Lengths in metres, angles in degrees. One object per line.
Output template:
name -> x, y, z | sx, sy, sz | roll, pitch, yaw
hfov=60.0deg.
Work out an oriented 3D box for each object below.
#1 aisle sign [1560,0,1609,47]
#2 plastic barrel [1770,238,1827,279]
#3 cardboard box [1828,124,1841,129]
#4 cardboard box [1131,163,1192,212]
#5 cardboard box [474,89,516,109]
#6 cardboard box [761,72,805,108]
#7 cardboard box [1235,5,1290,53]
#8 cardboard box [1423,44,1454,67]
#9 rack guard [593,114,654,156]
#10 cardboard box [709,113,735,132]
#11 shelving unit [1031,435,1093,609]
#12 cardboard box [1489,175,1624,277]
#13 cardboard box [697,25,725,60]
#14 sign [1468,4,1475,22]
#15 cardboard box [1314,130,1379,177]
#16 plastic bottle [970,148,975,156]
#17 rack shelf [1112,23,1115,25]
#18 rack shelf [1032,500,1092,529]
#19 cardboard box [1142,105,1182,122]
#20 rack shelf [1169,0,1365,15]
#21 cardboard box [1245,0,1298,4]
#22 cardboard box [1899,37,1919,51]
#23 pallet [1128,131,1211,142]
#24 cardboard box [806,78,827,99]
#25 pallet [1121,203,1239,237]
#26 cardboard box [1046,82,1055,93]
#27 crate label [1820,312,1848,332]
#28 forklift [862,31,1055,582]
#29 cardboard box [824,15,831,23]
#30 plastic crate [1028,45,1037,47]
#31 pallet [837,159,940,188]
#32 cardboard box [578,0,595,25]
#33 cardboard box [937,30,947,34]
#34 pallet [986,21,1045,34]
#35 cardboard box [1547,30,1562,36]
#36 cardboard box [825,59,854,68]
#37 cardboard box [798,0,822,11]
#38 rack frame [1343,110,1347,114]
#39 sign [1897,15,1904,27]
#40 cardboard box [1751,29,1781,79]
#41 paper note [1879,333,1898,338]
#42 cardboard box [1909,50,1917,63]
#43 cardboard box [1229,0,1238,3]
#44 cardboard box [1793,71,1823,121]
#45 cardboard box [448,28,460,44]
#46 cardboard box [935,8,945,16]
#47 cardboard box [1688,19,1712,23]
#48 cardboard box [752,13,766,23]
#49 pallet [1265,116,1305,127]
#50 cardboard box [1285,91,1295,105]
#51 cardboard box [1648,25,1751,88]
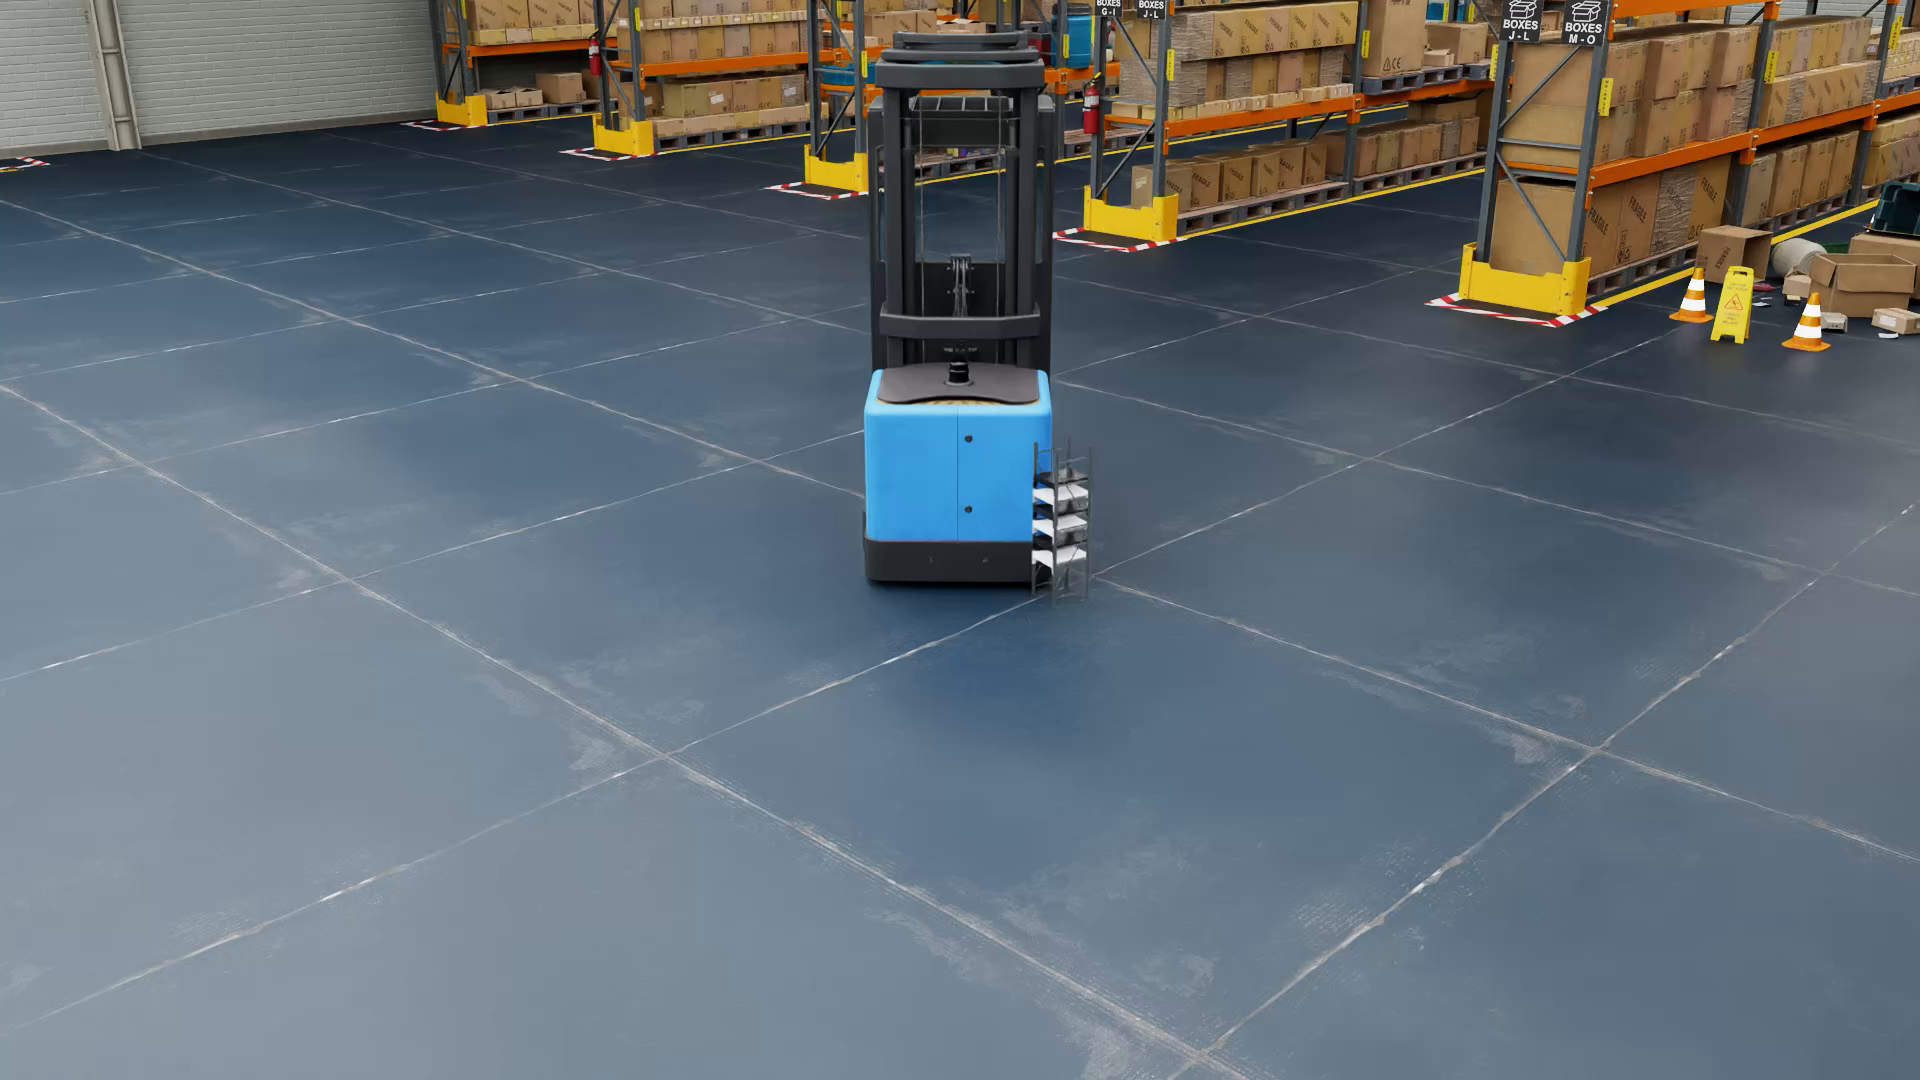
aisle sign -> 5.566, -4.798, 14.754 | 0.394, 0.787, 0.004 | 19, 28, 41
plastic barrel -> 8.498, -2.828, 16.843 | 0.421, 0.421, 0.512 | -2, 21, -5
cardboard box -> 11.270, -5.355, 21.680 | 0.500, 0.250, 0.500 | 18, 28, 39
cardboard box -> 2.365, -4.131, 19.540 | 0.500, 0.500, 0.500 | -14, 25, -32
cardboard box -> -8.183, -7.770, 29.244 | 0.500, 0.311, 0.500 | 15, 26, 35
cardboard box -> -2.912, -7.417, 27.393 | 0.500, 0.500, 0.500 | 19, 28, 41
cardboard box -> 3.542, -6.057, 19.704 | 0.500, 0.500, 0.500 | 19, 28, 41
cardboard box -> 6.528, -6.639, 22.768 | 0.396, 0.266, 0.258 | 18, 28, 39
rack guard -> -5.195, -6.253, 25.646 | 1.175, 0.500, 0.348 | 19, 28, 41
cardboard box -> -3.949, -6.678, 26.516 | 0.500, 0.250, 0.500 | 19, 28, 41
shelving unit -> 0.555, -0.097, 9.070 | 0.258, 0.900, 0.210 | -12, 24, -29
cardboard box -> 5.826, -3.073, 16.265 | 0.875, 0.875, 0.875 | 19, 28, 41
cardboard box -> -4.130, -7.852, 26.182 | 0.700, 0.500, 0.500 | 19, 28, 41
sign -> 9.936, -10.241, 32.309 | 0.100, 0.325, 0.005 | 19, 28, 41
cardboard box -> 5.151, -5.165, 22.202 | 0.700, 0.500, 0.500 | 17, 27, 37
plastic bottle -> 0.165, -5.619, 23.702 | 0.097, 0.271, 0.097 | 0, 21, 0
rack shelf -> 4.589, -10.689, 34.706 | 1.077, 0.370, 4.000 | 19, 28, 41
rack shelf -> 0.554, -0.150, 9.050 | 0.258, 0.077, 0.200 | -12, 24, -29
cardboard box -> 2.287, -4.842, 18.841 | 0.380, 0.149, 0.250 | 19, 28, 41
rack shelf -> 3.312, -6.524, 19.689 | 1.077, 0.370, 4.000 | 19, 28, 41
cardboard box -> 3.864, -6.445, 20.714 | 0.500, 0.500, 0.500 | 19, 28, 41
cardboard box -> 12.175, -6.431, 21.561 | 0.250, 0.149, 0.380 | -19, 28, -40
pallet -> 3.381, -6.751, 27.343 | 1.003, 0.211, 1.213 | 19, 28, 41
cardboard box -> -2.310, -7.804, 28.664 | 0.500, 0.311, 0.500 | 19, 28, 41
pallet -> 2.562, -3.863, 19.832 | 1.003, 0.211, 1.213 | 19, 28, 41
cardboard box -> 1.640, -8.830, 31.738 | 0.500, 0.500, 0.500 | 19, 28, 40
crate label -> 7.865, -1.970, 15.010 | 0.250, 0.136, 0.298 | 5, 22, 13
forklift -> 0.010, -1.612, 10.184 | 1.130, 2.935, 3.031 | 0, 21, 1
cardboard box -> -2.753, -10.640, 33.898 | 0.380, 0.149, 0.250 | 19, 28, 40
plastic crate -> 0.703, -7.082, 24.405 | 0.767, 0.338, 0.504 | 19, 28, 41
pallet -> -1.042, -5.122, 23.107 | 1.003, 0.211, 1.213 | 19, 28, 41
cardboard box -> -6.751, -9.527, 29.816 | 0.500, 0.500, 0.500 | 18, 28, 39
cardboard box -> -0.446, -9.023, 29.719 | 0.250, 0.149, 0.380 | -18, 27, -38
pallet -> 0.825, -9.584, 31.097 | 1.213, 0.211, 1.003 | 19, 28, 41
cardboard box -> 8.745, -7.371, 24.932 | 0.500, 0.500, 0.500 | 19, 28, 40
cardboard box -> -2.542, -10.070, 34.504 | 0.750, 0.750, 0.750 | 19, 28, 40
cardboard box -> -2.693, -8.991, 27.337 | 0.700, 0.500, 0.500 | 19, 28, 41
rack frame -> 6.740, -9.270, 30.011 | 1.000, 3.000, 0.127 | 19, 28, 41
sign -> 13.377, -7.301, 23.681 | 0.100, 0.325, 0.005 | 19, 28, 41
cardboard box -> 8.533, -5.349, 18.277 | 0.700, 0.500, 0.500 | 19, 28, 40
paper note -> 8.251, -1.821, 14.768 | 0.148, 0.019, 0.142 | 9, 23, 23
cardboard box -> 12.184, -6.295, 21.621 | 0.380, 0.149, 0.250 | 19, 28, 41
cardboard box -> 5.507, -11.268, 35.070 | 0.500, 0.500, 0.500 | 20, 28, 41
cardboard box -> 9.453, -5.079, 18.968 | 0.500, 0.500, 0.500 | 19, 28, 40
cardboard box -> -8.543, -8.773, 28.899 | 0.500, 0.250, 0.500 | -20, 28, -41
cardboard box -> -0.551, -11.413, 35.909 | 0.250, 0.149, 0.380 | -20, 28, -41
cardboard box -> 12.577, -8.806, 28.599 | 0.500, 0.250, 0.500 | 19, 28, 40
cardboard box -> -3.311, -8.354, 26.585 | 0.250, 0.149, 0.380 | -19, 28, -41
pallet -> 5.320, -7.465, 29.203 | 1.003, 0.211, 1.213 | 19, 28, 41
cardboard box -> 3.861, -5.419, 20.342 | 0.380, 0.149, 0.250 | 19, 28, 41
cardboard box -> 7.608, -5.024, 17.250 | 0.875, 0.550, 0.550 | 19, 28, 41
